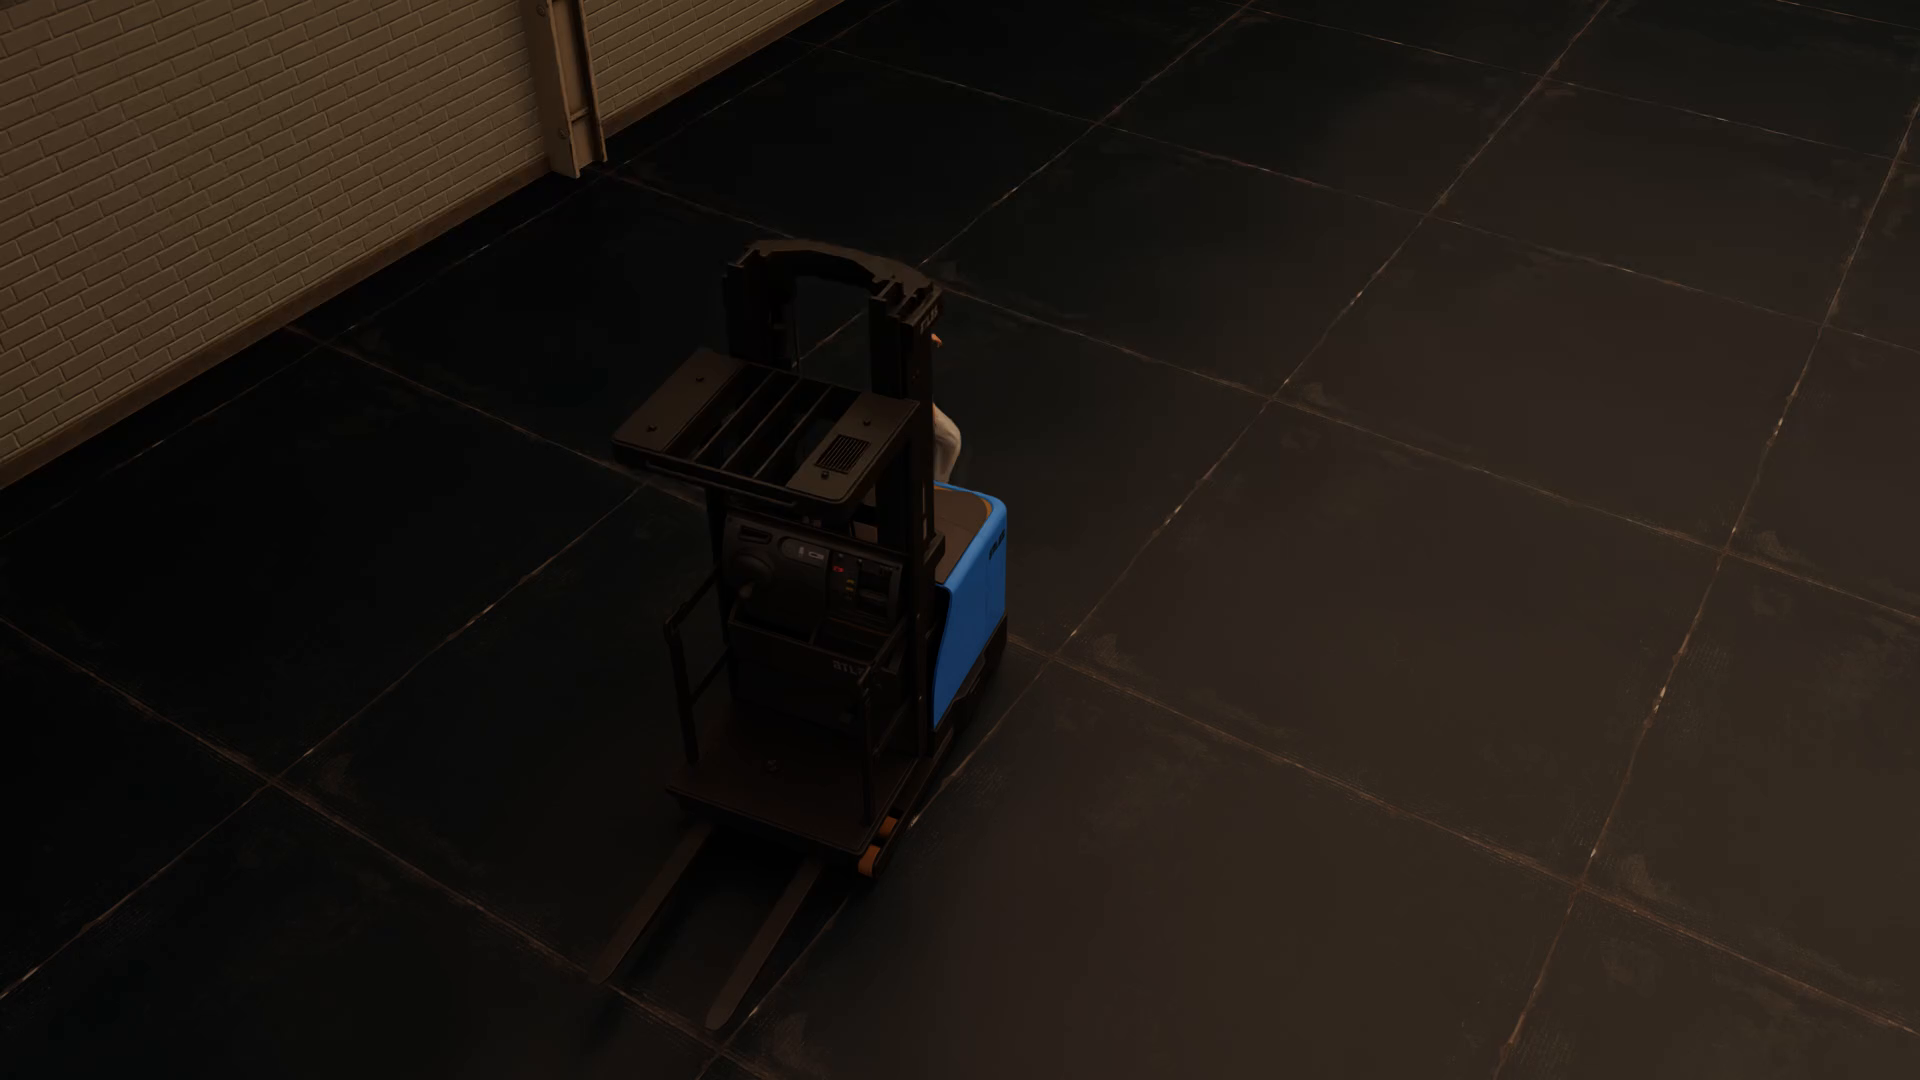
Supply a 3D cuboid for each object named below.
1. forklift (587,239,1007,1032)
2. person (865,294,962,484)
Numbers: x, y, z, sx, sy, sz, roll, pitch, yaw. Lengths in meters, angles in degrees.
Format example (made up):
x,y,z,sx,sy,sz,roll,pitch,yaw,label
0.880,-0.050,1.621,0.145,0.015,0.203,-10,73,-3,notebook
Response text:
x,y,z,sx,sy,sz,roll,pitch,yaw,label
-0.783,0.236,7.688,1.130,2.935,3.031,16,43,18,forklift
-0.346,-0.972,10.225,0.700,1.551,0.870,-2,40,-2,person
